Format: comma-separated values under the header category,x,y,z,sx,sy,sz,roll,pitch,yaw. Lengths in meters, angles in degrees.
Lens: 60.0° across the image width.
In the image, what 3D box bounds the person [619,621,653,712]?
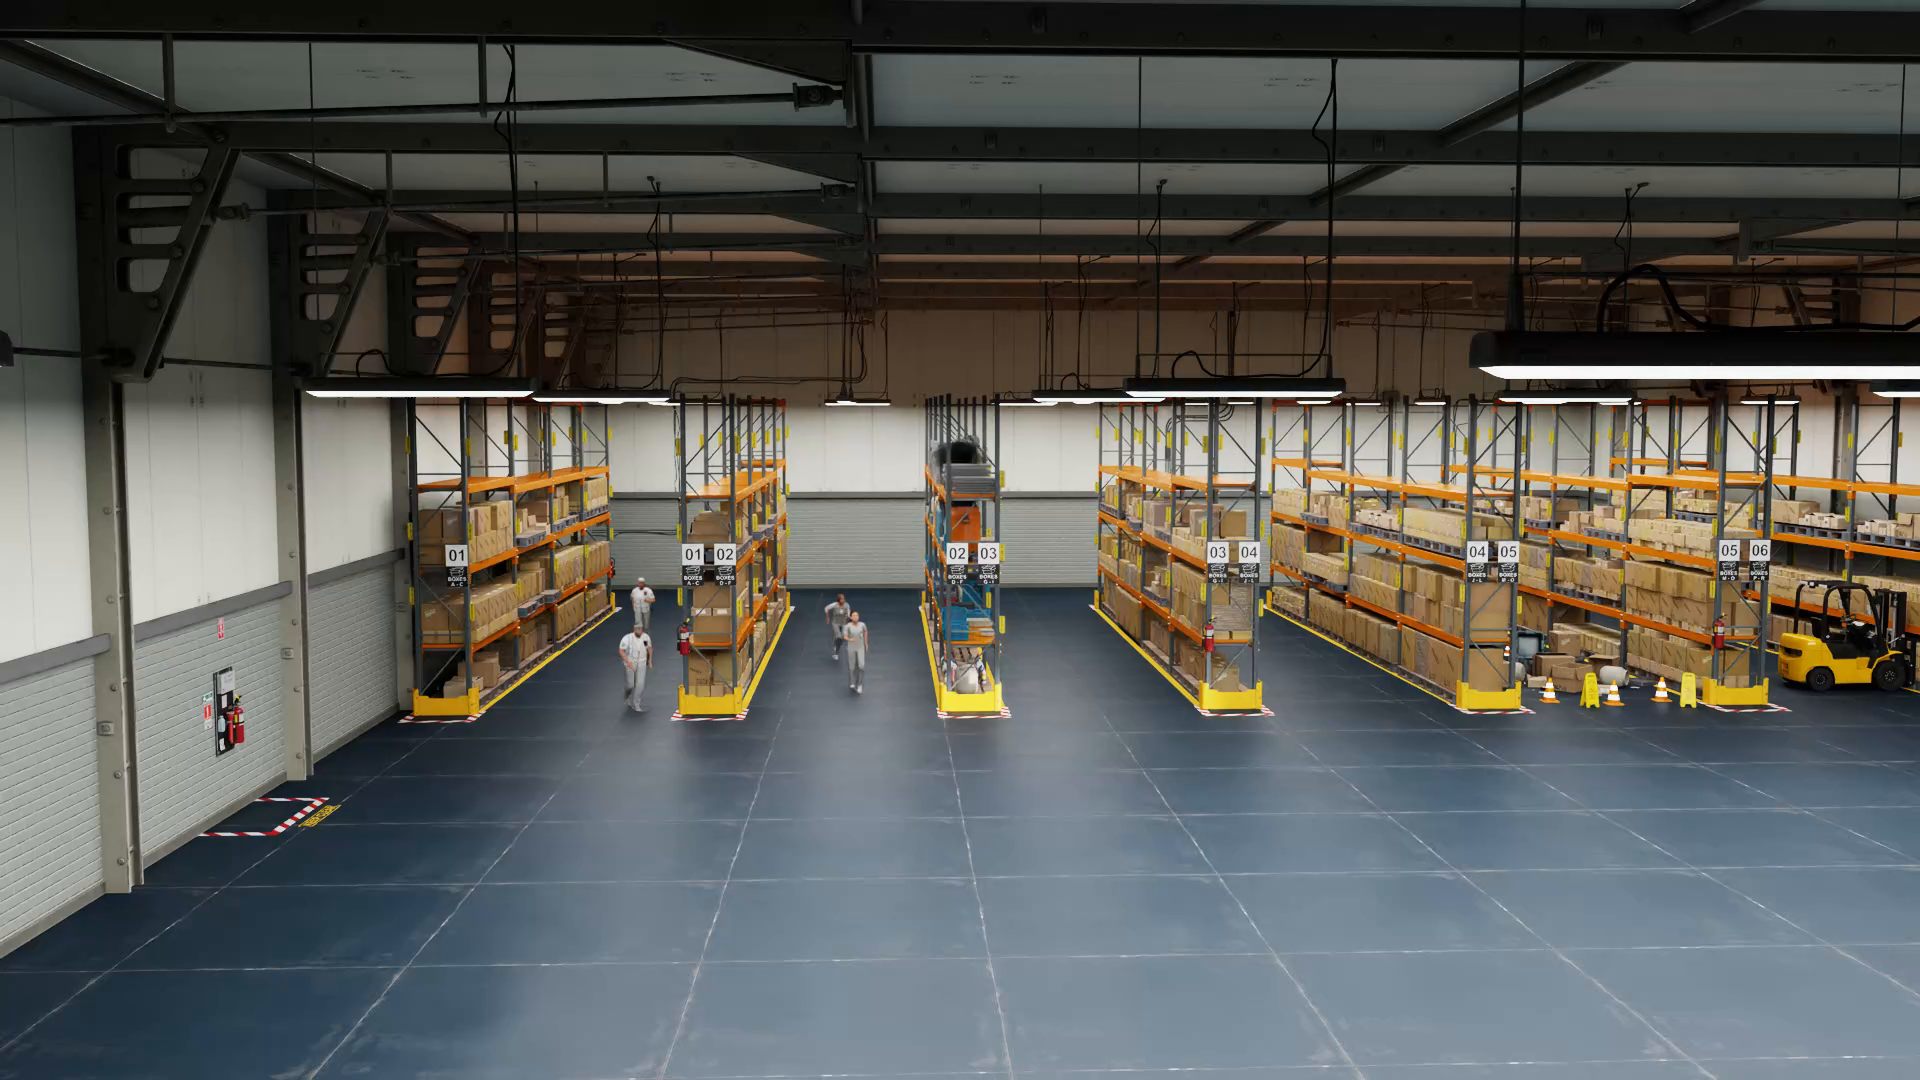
category,x,y,z,sx,sy,sz,roll,pitch,yaw
person,-6.184,2.370,31.667,0.667,1.729,0.806,-2,5,-23

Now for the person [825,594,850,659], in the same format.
category,x,y,z,sx,sy,sz,roll,pitch,yaw
person,-2.753,1.972,37.817,0.532,1.526,0.735,-2,5,-24

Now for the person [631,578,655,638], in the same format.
category,x,y,z,sx,sy,sz,roll,pitch,yaw
person,-7.595,1.746,39.806,0.604,1.707,0.739,0,5,-1

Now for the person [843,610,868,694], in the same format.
category,x,y,z,sx,sy,sz,roll,pitch,yaw
person,-2.102,2.245,33.512,0.510,1.690,0.792,-1,5,-10
